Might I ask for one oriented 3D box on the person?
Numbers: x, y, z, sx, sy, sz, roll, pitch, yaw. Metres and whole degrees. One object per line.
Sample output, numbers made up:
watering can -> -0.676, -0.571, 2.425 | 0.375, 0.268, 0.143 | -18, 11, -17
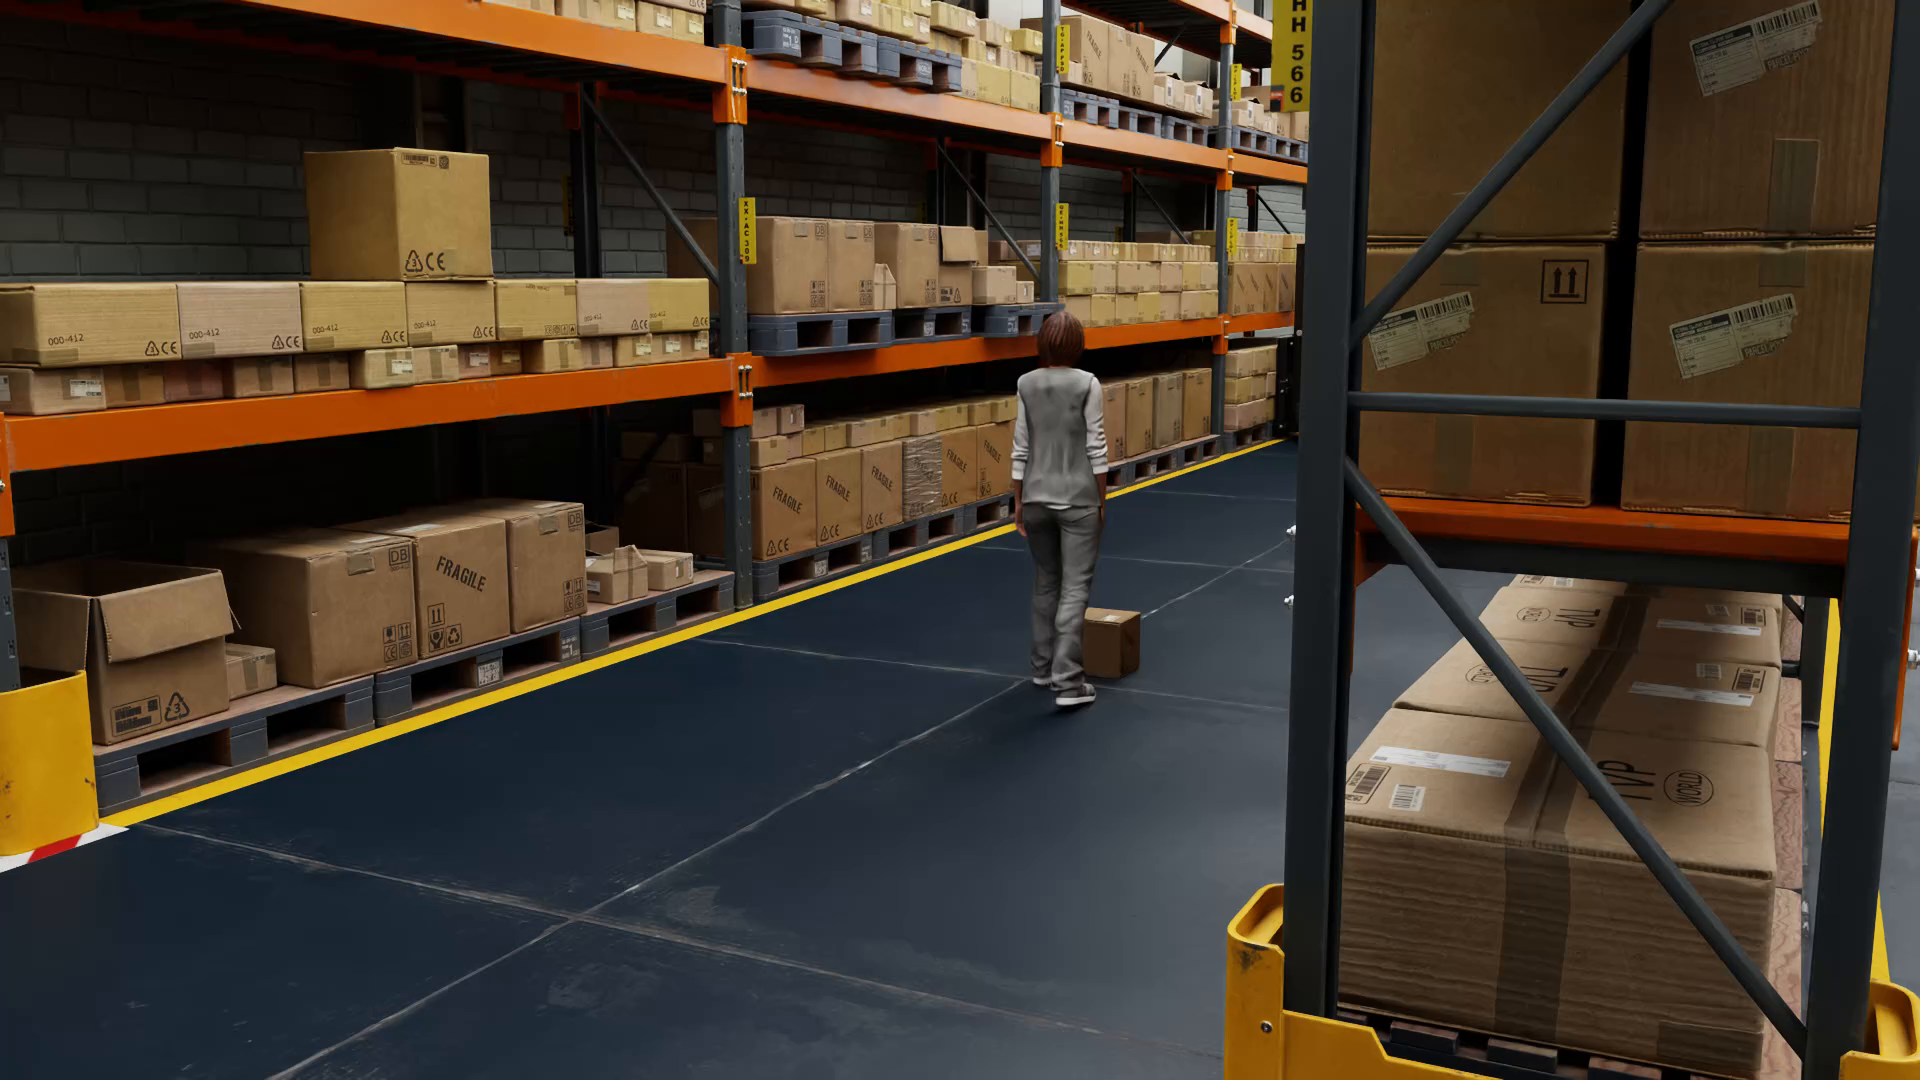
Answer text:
person -> 0.416, -0.129, 6.826 | 0.418, 1.552, 0.601 | 5, 10, 27
